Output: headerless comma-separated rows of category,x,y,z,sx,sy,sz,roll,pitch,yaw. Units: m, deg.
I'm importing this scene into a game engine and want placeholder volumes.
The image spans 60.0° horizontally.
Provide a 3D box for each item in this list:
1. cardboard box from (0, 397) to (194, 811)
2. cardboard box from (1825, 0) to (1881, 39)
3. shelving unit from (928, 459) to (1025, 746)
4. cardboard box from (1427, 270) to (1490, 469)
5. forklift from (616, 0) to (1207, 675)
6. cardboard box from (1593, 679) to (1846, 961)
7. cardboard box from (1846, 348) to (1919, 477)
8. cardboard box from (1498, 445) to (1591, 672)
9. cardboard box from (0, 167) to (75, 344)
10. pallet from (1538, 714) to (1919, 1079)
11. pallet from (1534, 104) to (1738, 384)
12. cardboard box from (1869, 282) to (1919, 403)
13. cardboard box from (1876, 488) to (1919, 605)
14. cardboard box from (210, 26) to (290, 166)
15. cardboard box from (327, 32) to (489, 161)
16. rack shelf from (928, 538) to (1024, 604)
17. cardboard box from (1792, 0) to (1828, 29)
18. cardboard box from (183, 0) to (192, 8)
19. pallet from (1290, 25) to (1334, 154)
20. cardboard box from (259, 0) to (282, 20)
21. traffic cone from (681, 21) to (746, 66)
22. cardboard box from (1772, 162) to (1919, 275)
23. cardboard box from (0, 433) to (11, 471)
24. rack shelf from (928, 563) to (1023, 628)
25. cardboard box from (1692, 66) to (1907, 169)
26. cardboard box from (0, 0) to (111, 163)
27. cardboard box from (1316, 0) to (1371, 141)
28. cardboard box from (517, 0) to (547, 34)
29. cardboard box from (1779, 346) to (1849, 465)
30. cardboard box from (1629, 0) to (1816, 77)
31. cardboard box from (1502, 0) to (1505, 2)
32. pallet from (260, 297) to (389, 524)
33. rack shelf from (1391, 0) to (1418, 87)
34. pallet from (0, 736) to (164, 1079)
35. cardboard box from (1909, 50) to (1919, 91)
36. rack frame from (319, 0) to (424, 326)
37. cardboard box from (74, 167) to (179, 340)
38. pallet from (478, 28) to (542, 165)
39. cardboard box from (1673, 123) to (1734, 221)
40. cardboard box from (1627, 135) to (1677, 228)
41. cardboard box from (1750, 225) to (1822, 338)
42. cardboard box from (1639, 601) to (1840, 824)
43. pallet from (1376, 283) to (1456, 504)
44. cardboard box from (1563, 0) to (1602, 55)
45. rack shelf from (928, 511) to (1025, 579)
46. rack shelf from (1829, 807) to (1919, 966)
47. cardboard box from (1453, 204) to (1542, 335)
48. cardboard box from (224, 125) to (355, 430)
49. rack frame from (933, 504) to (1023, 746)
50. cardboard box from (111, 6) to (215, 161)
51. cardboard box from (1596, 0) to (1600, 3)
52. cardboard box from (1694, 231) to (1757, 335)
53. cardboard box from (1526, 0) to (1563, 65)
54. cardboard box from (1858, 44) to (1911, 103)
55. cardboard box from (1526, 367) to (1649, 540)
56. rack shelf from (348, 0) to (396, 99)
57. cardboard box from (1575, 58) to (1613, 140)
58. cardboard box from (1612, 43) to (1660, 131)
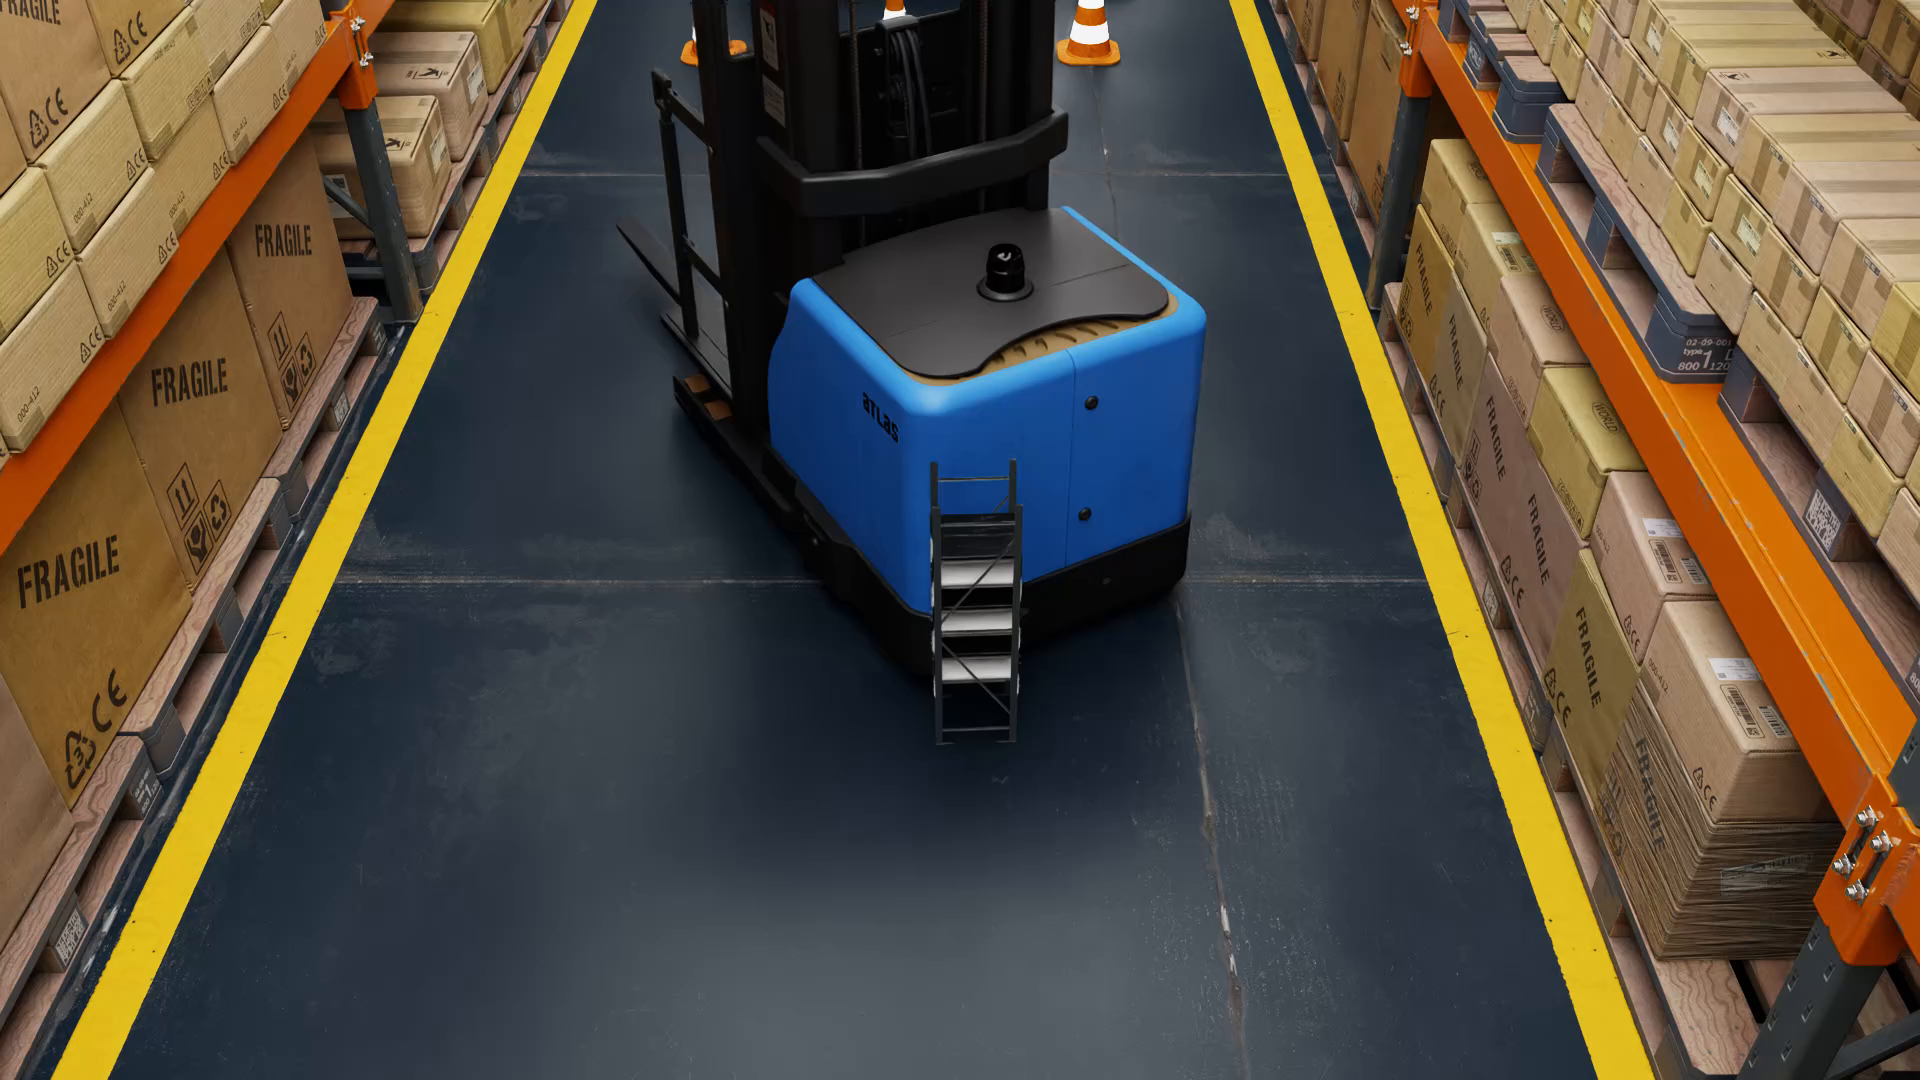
cardboard box,-2.823,0.121,4.564,0.875,0.875,0.875,1,39,1
cardboard box,2.667,-1.513,4.629,0.380,0.149,0.250,0,39,0
shelving unit,0.043,0.196,4.785,0.258,0.900,0.210,-2,39,-2
cardboard box,1.961,-0.591,5.752,0.500,0.500,0.500,0,39,0
forklift,-0.425,-1.629,5.440,1.130,2.935,3.031,-20,43,-23
cardboard box,1.963,0.690,4.153,0.500,0.500,0.500,-1,39,-1
cardboard box,2.017,-0.254,3.295,0.380,0.149,0.250,0,39,0
cardboard box,1.967,0.049,4.953,0.500,0.500,0.500,-1,39,-1
cardboard box,-2.455,-0.645,3.877,0.500,0.250,0.500,0,39,1
pallet,2.214,0.943,4.405,1.003,0.211,1.213,0,39,0
pallet,2.255,-0.847,4.562,1.003,0.211,1.213,0,39,0
cardboard box,2.019,-0.375,3.209,0.380,0.149,0.250,-1,39,-1
cardboard box,2.018,0.028,3.182,0.380,0.149,0.250,-1,39,-1
cardboard box,-2.462,-1.399,5.217,0.500,0.250,0.500,1,39,1
cardboard box,-2.738,-2.046,7.670,0.950,0.372,0.625,-1,39,-1
rack shelf,0.043,0.082,4.693,0.258,0.077,0.200,-2,39,-2
cardboard box,2.672,-1.545,4.907,0.380,0.149,0.250,0,39,0
cardboard box,-2.467,-1.878,4.816,0.500,0.500,0.500,1,39,1
pallet,2.287,-2.326,8.483,1.003,0.211,1.213,0,39,0
cardboard box,-2.484,-1.927,5.476,0.500,0.250,0.500,0,39,0
traffic cone,-1.342,-2.830,8.911,0.336,0.463,0.334,0,39,0
cardboard box,2.020,-0.701,3.616,0.380,0.149,0.250,0,39,0
cardboard box,-2.472,-0.132,3.636,0.500,0.250,0.500,-1,39,-1
rack shelf,0.043,0.152,4.750,0.258,0.077,0.200,-2,39,-2
cardboard box,2.020,-1.022,4.016,0.380,0.149,0.250,-2,39,-2
cardboard box,-2.480,-1.251,4.033,0.500,0.500,0.500,-1,39,-1
cardboard box,2.296,-2.373,7.776,1.050,0.750,0.750,1,39,1
cardboard box,-2.736,-2.955,8.805,0.950,0.372,0.625,2,39,3
cardboard box,2.018,-0.291,3.579,0.380,0.149,0.250,0,39,0
cardboard box,2.021,-1.347,4.421,0.380,0.149,0.250,1,39,1
cardboard box,2.010,-1.946,5.644,0.380,0.149,0.250,-1,39,-1
pallet,-2.813,-0.512,6.220,1.003,0.211,1.213,0,39,0
rack shelf,2.209,-3.130,7.832,1.077,0.370,4.000,0,39,0
pallet,-2.810,1.014,4.316,1.003,0.211,1.213,0,39,0
cardboard box,2.669,-1.180,4.213,0.380,0.149,0.250,1,39,1
rack frame,-2.738,-2.093,5.963,1.000,3.000,0.127,0,39,0
cardboard box,-2.448,-0.765,4.426,0.500,0.250,0.500,-1,39,-1
pallet,-2.736,-2.255,8.395,1.003,0.211,1.213,0,39,0
cardboard box,2.013,-0.913,4.118,0.380,0.149,0.250,0,39,0
cardboard box,2.013,-0.954,4.407,0.380,0.149,0.250,-1,39,-2
cardboard box,2.015,-0.580,3.702,0.380,0.149,0.250,-1,39,-2
cardboard box,1.962,0.395,3.922,0.500,0.250,0.500,-1,39,-1
pallet,2.211,-0.583,6.309,1.003,0.211,1.213,0,39,0
cardboard box,2.018,-1.545,4.907,0.380,0.149,0.250,0,39,0
rack shelf,0.043,0.012,4.637,0.258,0.077,0.200,-2,39,-2
rack shelf,2.218,1.873,1.589,1.077,0.370,4.000,0,39,0
cardboard box,1.971,-0.892,5.528,0.500,0.250,0.500,0,39,-1
cardboard box,-2.821,-0.996,5.957,0.875,0.875,0.875,0,39,0
rack frame,0.048,0.260,4.706,0.240,0.900,0.006,-2,39,-2
cardboard box,-2.459,-1.286,4.676,0.500,0.250,0.500,-1,39,-1
cardboard box,2.017,-1.682,4.839,0.380,0.149,0.250,-2,39,-2
cardboard box,2.012,-0.621,3.992,0.380,0.149,0.250,-2,39,-2
cardboard box,2.011,-1.609,5.224,0.380,0.149,0.250,2,39,2
cardboard box,2.671,-1.226,4.509,0.380,0.149,0.250,1,39,1
cardboard box,1.960,-0.257,4.736,0.500,0.250,0.500,-2,39,-2
rack shelf,-2.741,-3.063,7.749,1.077,0.370,4.000,0,39,0
cardboard box,2.016,-1.274,4.806,0.380,0.149,0.250,1,39,1
cardboard box,2.014,-1.234,4.518,0.380,0.149,0.250,0,39,0
